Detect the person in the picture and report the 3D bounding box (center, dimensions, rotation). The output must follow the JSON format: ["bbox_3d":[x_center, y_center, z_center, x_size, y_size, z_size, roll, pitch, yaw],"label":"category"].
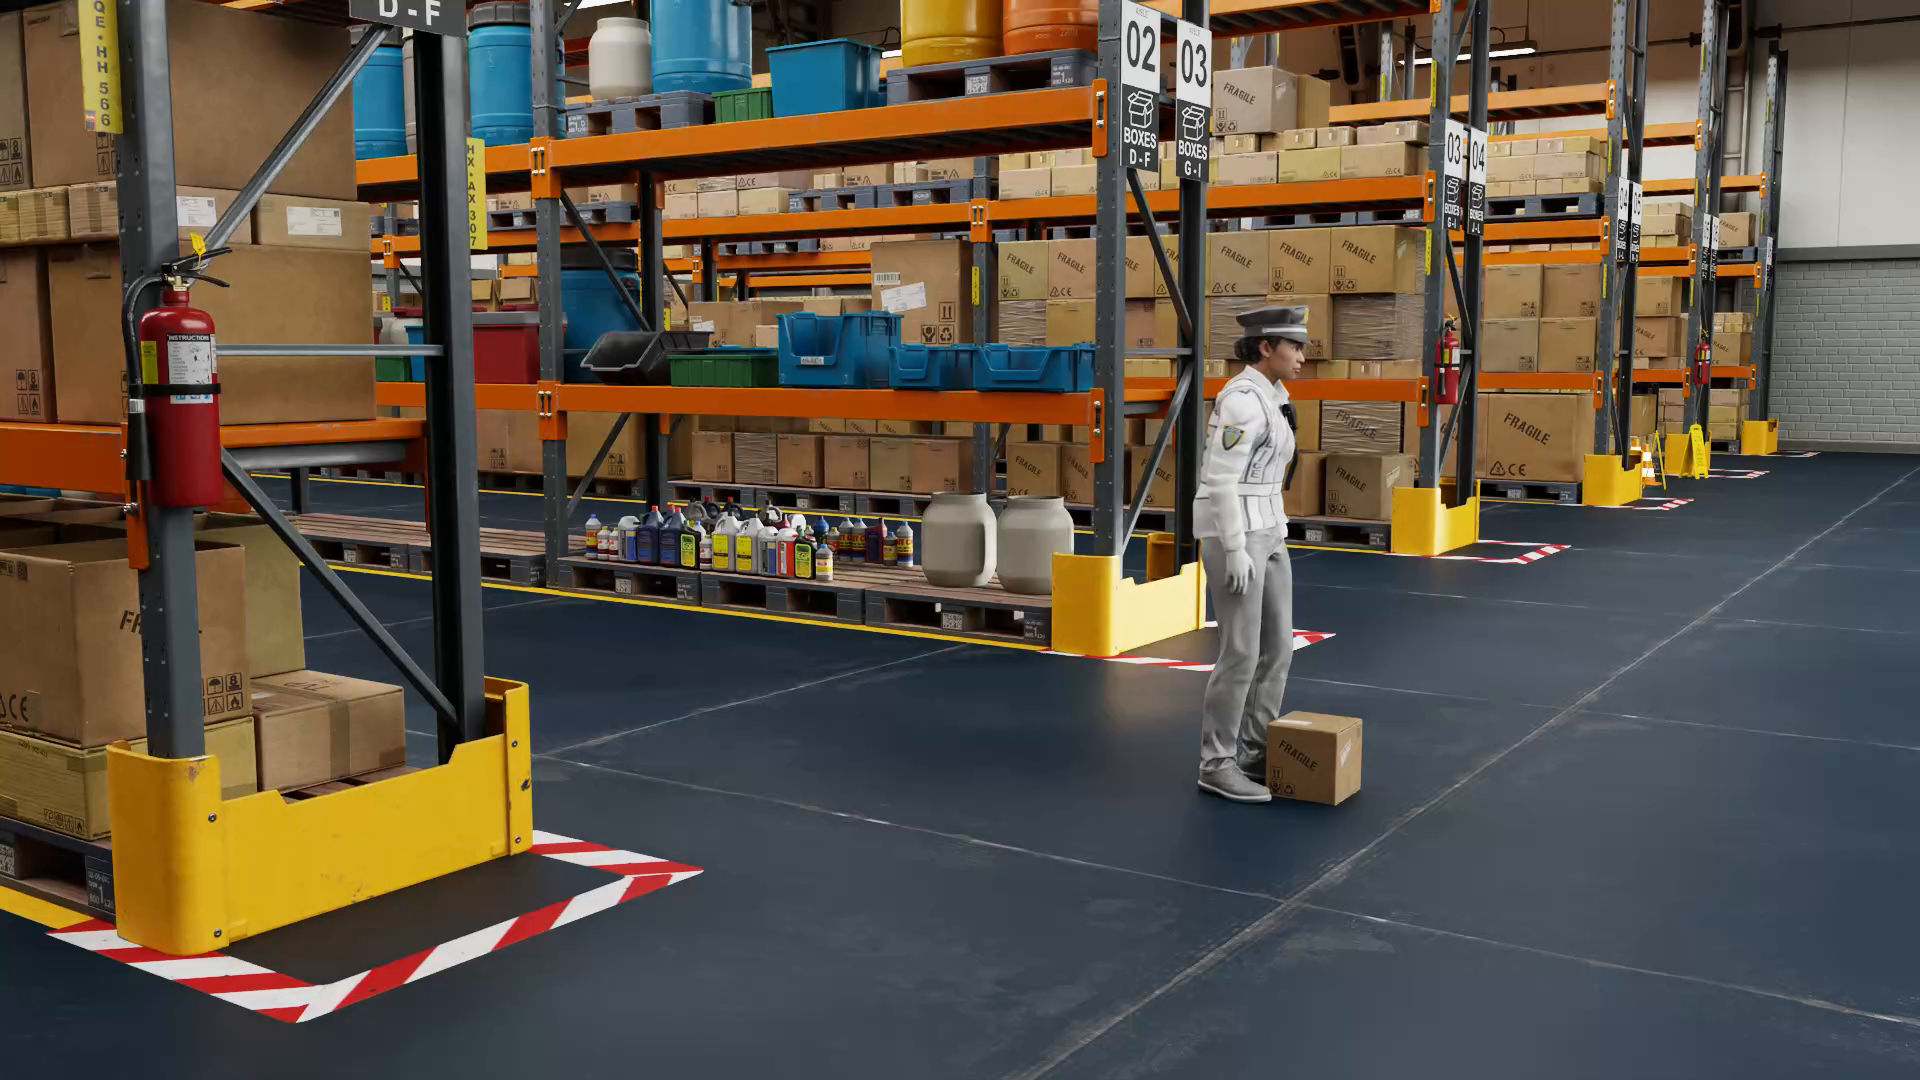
[{"bbox_3d":[1.027,0.029,5.739,0.416,1.662,0.543,4,7,30],"label":"person"}]
